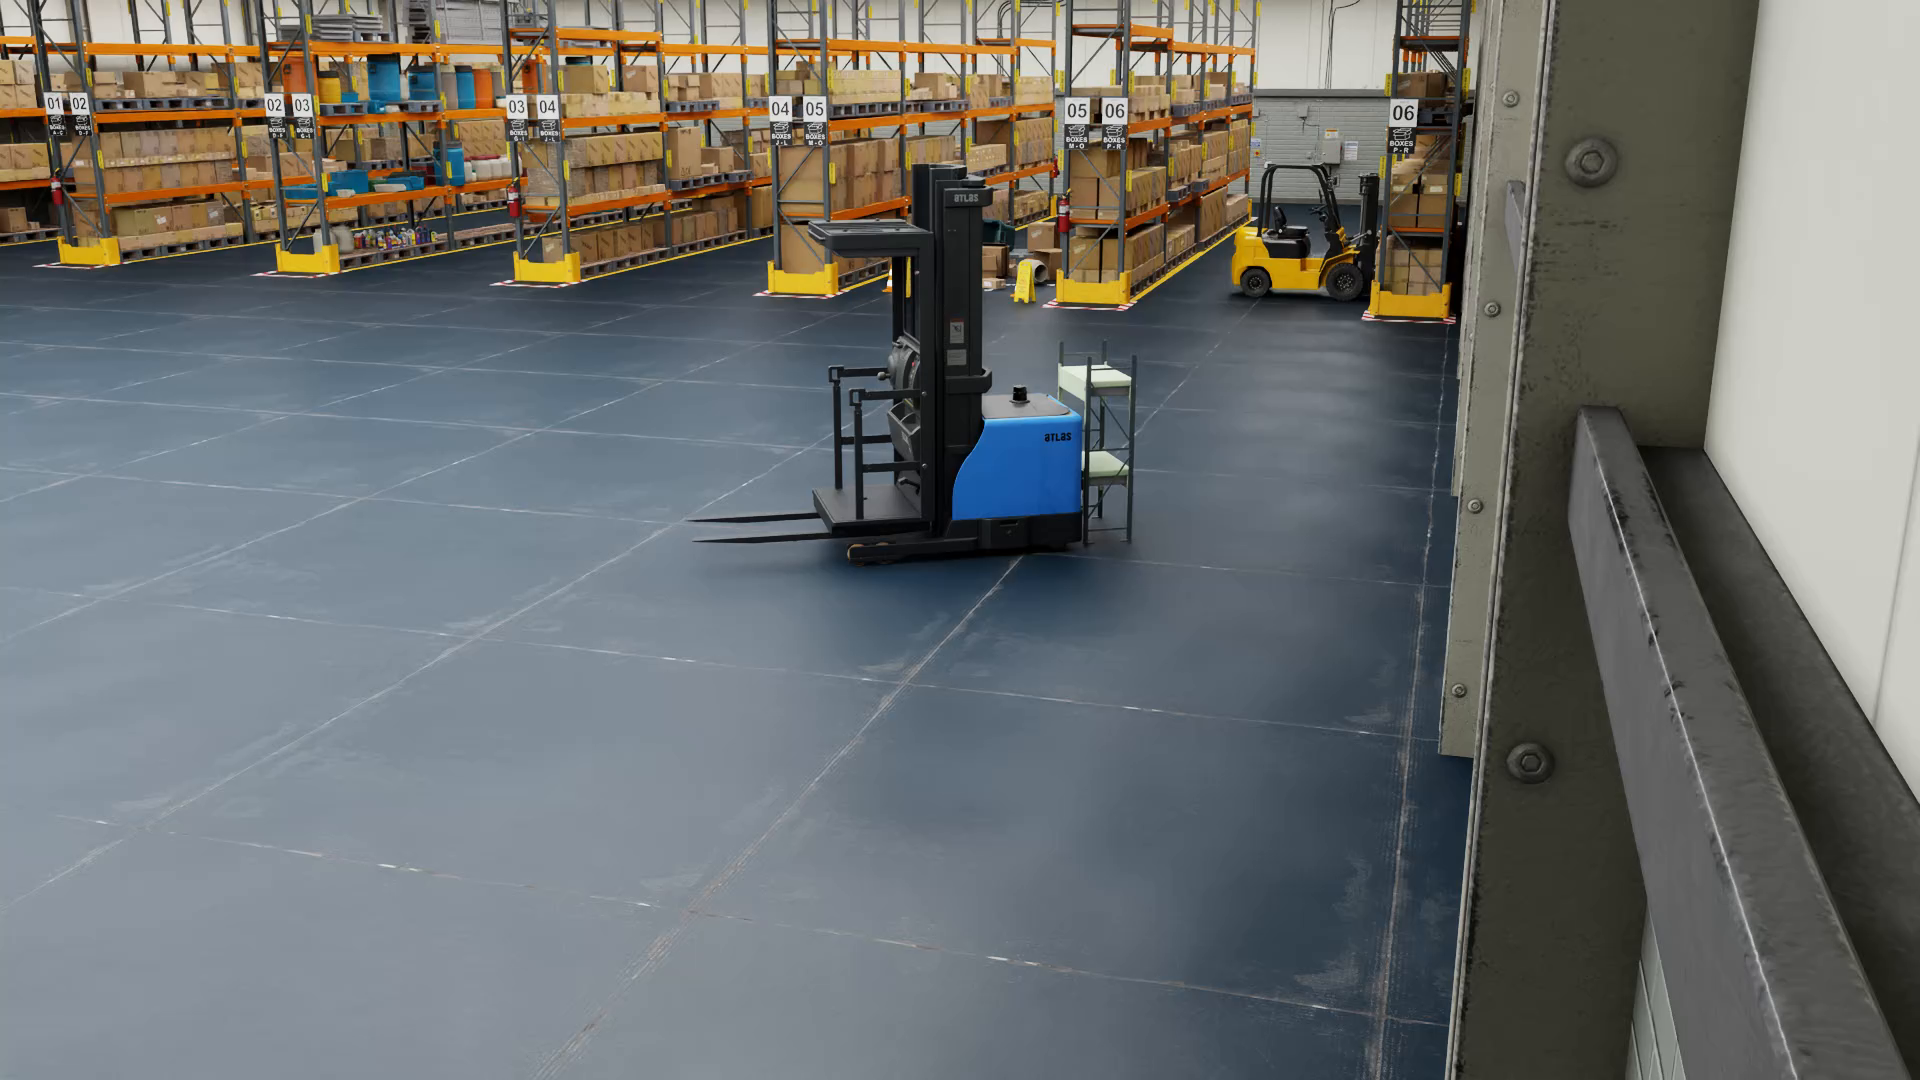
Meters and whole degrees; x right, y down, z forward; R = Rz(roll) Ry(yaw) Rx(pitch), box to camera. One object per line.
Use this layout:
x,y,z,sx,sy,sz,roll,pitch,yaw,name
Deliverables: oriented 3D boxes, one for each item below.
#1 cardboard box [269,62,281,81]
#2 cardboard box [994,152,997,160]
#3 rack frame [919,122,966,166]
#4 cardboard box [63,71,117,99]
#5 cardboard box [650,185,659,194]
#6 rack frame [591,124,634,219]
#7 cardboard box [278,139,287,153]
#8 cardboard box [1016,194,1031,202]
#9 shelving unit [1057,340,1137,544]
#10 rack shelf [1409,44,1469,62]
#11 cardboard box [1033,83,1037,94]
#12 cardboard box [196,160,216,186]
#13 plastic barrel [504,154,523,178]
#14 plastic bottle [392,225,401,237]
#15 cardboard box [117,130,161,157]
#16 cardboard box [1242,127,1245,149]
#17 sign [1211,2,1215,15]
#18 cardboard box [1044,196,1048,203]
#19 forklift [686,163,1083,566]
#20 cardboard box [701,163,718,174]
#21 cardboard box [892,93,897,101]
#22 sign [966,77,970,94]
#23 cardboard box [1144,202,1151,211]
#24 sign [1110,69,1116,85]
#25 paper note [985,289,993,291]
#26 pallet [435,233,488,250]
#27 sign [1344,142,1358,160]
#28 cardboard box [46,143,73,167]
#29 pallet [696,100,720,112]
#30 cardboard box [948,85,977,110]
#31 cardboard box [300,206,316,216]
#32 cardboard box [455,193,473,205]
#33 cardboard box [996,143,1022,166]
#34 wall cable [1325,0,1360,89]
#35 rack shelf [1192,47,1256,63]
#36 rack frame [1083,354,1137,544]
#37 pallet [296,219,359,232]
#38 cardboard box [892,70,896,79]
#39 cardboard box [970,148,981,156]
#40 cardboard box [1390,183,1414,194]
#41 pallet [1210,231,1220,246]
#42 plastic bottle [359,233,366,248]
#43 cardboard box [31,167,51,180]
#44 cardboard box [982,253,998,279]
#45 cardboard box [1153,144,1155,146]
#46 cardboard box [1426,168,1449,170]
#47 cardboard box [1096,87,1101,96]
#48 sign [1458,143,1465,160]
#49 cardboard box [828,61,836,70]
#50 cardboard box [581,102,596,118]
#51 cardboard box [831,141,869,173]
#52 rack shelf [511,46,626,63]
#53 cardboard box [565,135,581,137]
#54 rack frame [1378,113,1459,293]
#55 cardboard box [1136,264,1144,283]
-18.229,-12.527,44.449,0.500,0.500,0.500,4,16,15,cardboard box
0.626,-8.680,37.582,0.380,0.149,0.250,4,16,14,cardboard box
-0.367,-7.735,35.102,1.000,3.000,0.127,5,16,16,rack frame
-16.697,-8.734,31.913,0.797,0.503,0.637,6,17,20,cardboard box
-6.090,-6.835,32.389,0.380,0.149,0.250,5,16,16,cardboard box
-8.706,-9.576,41.595,1.000,3.000,0.127,5,16,16,rack frame
-18.094,-10.405,43.752,0.500,0.500,0.500,4,16,15,cardboard box
1.535,-8.379,40.738,0.380,0.149,0.250,5,17,16,cardboard box
1.087,-0.802,13.409,0.431,1.500,0.755,-4,16,-13,shelving unit
8.600,-8.818,29.978,1.077,0.370,4.000,5,16,16,rack shelf
1.573,-10.900,40.124,0.500,0.250,0.500,4,16,13,cardboard box
-15.991,-7.662,34.661,0.700,0.500,0.500,4,16,15,cardboard box
-9.930,-8.298,36.883,0.421,0.512,0.421,0,16,0,plastic barrel
-11.468,-6.230,33.847,0.144,0.351,0.185,5,16,16,plastic bottle
-16.417,-7.899,33.121,0.700,0.500,0.500,5,16,16,cardboard box
6.509,-9.587,39.616,0.500,0.500,0.500,5,16,16,cardboard box
6.151,-12.927,40.411,0.100,0.325,0.005,5,16,16,sign
2.030,-8.641,42.207,0.380,0.149,0.250,4,16,14,cardboard box
-0.614,-1.371,12.791,3.031,2.935,1.130,-4,16,-13,forklift
-5.309,-7.826,34.900,0.396,0.266,0.258,4,16,14,cardboard box
-1.372,-8.075,30.311,0.380,0.149,0.250,5,17,17,cardboard box
0.163,-9.419,34.452,0.100,0.325,0.005,5,16,16,sign
3.047,-5.701,28.394,0.380,0.149,0.250,5,17,16,cardboard box
2.738,-8.254,29.767,0.100,0.325,0.005,5,16,16,sign
0.495,-4.258,28.284,0.148,0.019,0.142,-1,16,-3,paper note
-10.793,-6.350,35.331,1.003,0.211,1.213,5,16,16,pallet
10.766,-10.716,45.788,0.329,0.494,0.001,5,16,16,sign
-20.300,-8.642,37.311,0.700,0.500,0.500,5,16,16,cardboard box
-5.661,-8.877,33.976,1.213,0.211,1.003,5,16,16,pallet
0.051,-9.355,35.133,0.500,0.500,0.500,5,16,16,cardboard box
-14.935,-7.509,37.546,0.500,0.311,0.500,5,17,17,cardboard box
-13.127,-8.973,43.588,0.500,0.311,0.500,5,16,16,cardboard box
1.152,-9.082,39.125,0.500,0.500,0.500,4,16,15,cardboard box
11.408,-13.600,44.716,2.988,3.039,0.133,5,16,16,wall cable
6.113,-11.295,38.710,1.077,0.370,4.000,5,16,16,rack shelf
1.175,-0.705,13.067,0.400,1.500,0.023,-4,16,-13,rack frame
-14.862,-7.361,38.895,1.003,0.211,1.213,5,16,16,pallet
-1.374,-8.458,30.200,0.380,0.149,0.250,5,16,16,cardboard box
0.249,-8.483,36.339,0.380,0.149,0.250,5,17,18,cardboard box
6.724,-5.373,25.403,0.380,0.149,0.250,5,17,17,cardboard box
5.053,-6.554,36.051,1.003,0.211,1.213,5,16,16,pallet
-11.814,-5.912,32.847,0.061,0.283,0.133,5,16,16,plastic bottle
-20.322,-8.042,36.422,0.500,0.250,0.500,5,16,16,cardboard box
0.206,-4.739,29.116,0.797,0.503,0.637,-7,17,-23,cardboard box
4.058,-7.671,33.379,0.500,0.500,0.500,4,16,14,cardboard box
7.662,-5.877,26.637,0.380,0.149,0.250,5,17,16,cardboard box
2.058,-7.166,26.599,0.380,0.149,0.250,5,17,17,cardboard box
9.701,-7.508,32.182,0.100,0.325,0.005,5,16,16,sign
-3.404,-11.813,41.474,0.500,0.250,0.500,4,16,14,cardboard box
-6.842,-7.665,29.634,0.500,0.250,0.500,4,16,15,cardboard box
-2.115,-6.763,29.423,0.875,0.550,0.500,5,16,16,cardboard box
-9.274,-11.401,39.084,1.077,0.370,4.000,5,16,16,rack shelf
-7.167,-7.150,30.480,0.500,0.500,0.500,5,16,16,cardboard box
6.894,-4.900,25.109,1.000,3.000,0.127,5,16,16,rack frame
2.781,-4.486,27.918,0.500,0.250,0.500,5,17,18,cardboard box
